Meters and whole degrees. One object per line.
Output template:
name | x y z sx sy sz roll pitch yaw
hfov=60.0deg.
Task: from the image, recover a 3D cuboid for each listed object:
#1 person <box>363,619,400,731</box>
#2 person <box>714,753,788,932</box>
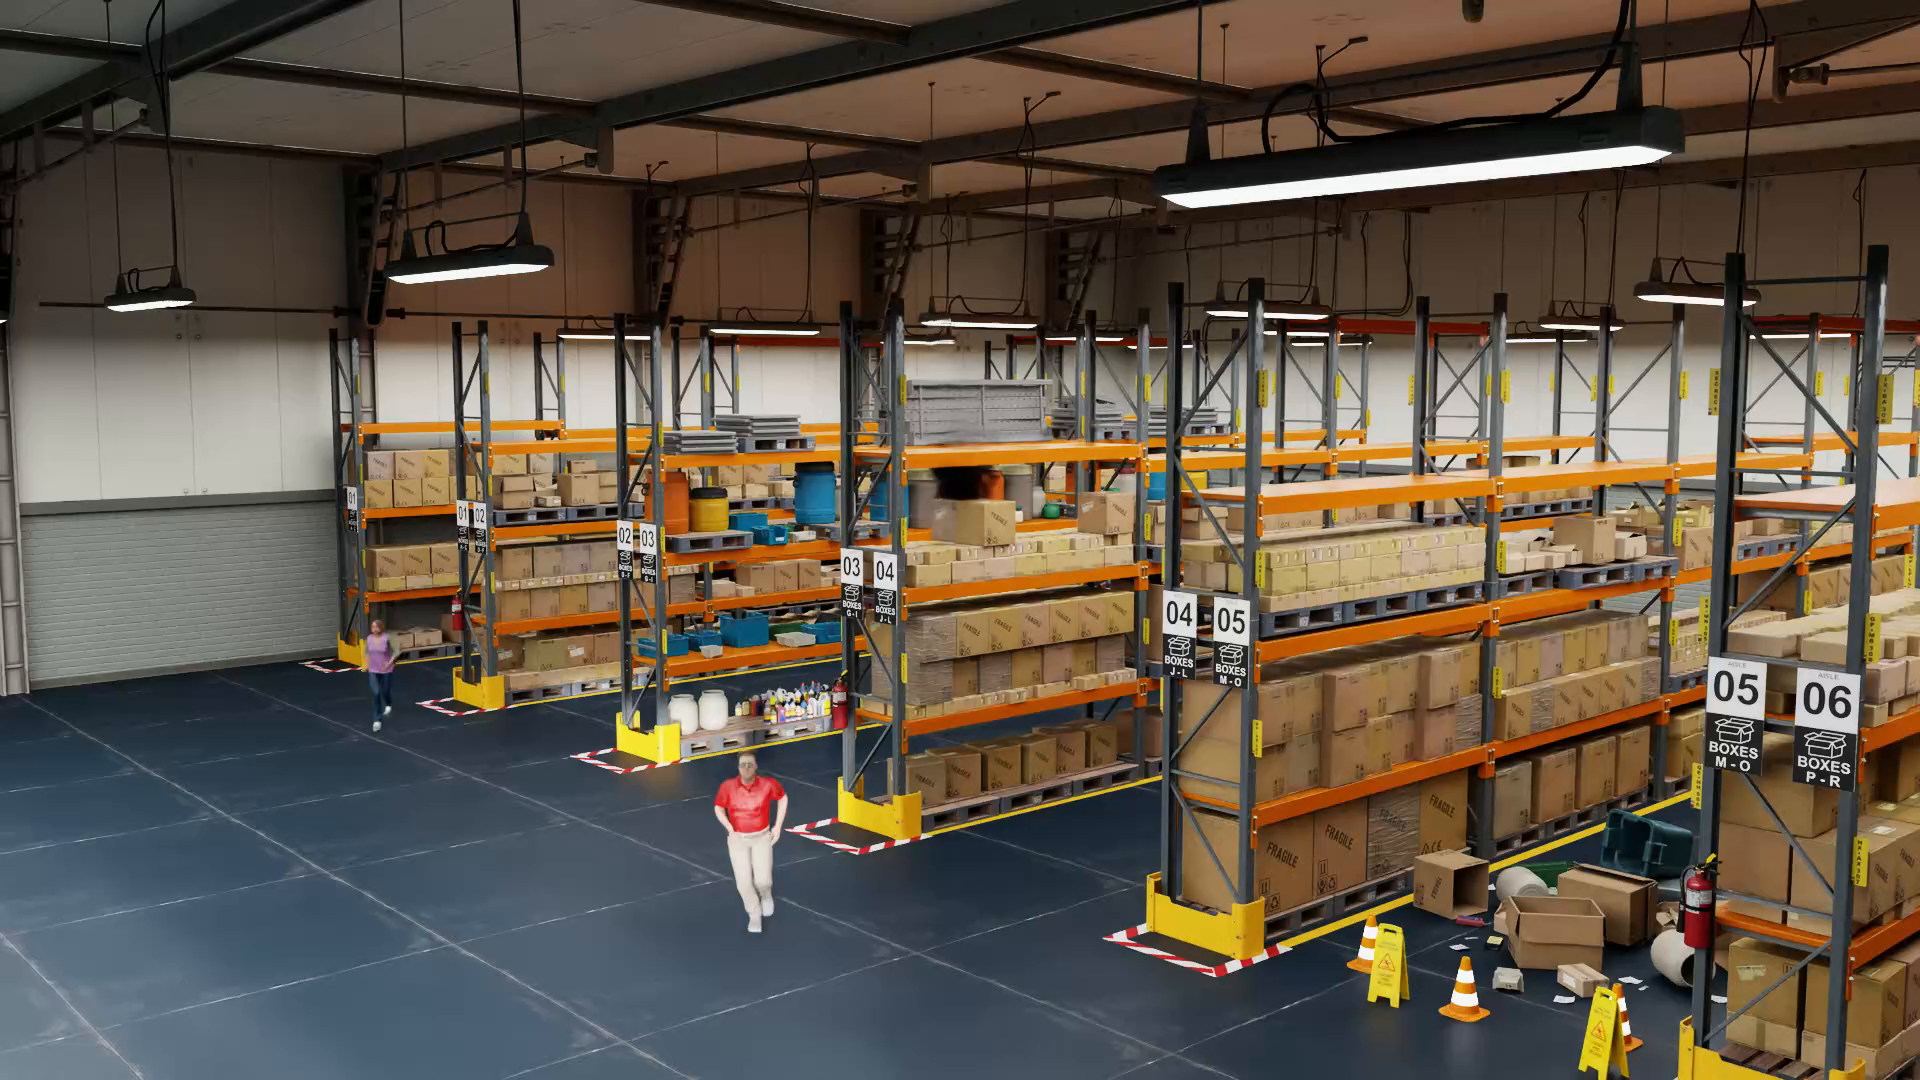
person | -8.502 1.948 24.464 0.542 1.604 0.784 -1 6 -7
person | -1.949 2.808 15.453 0.671 1.685 0.580 0 6 -2
